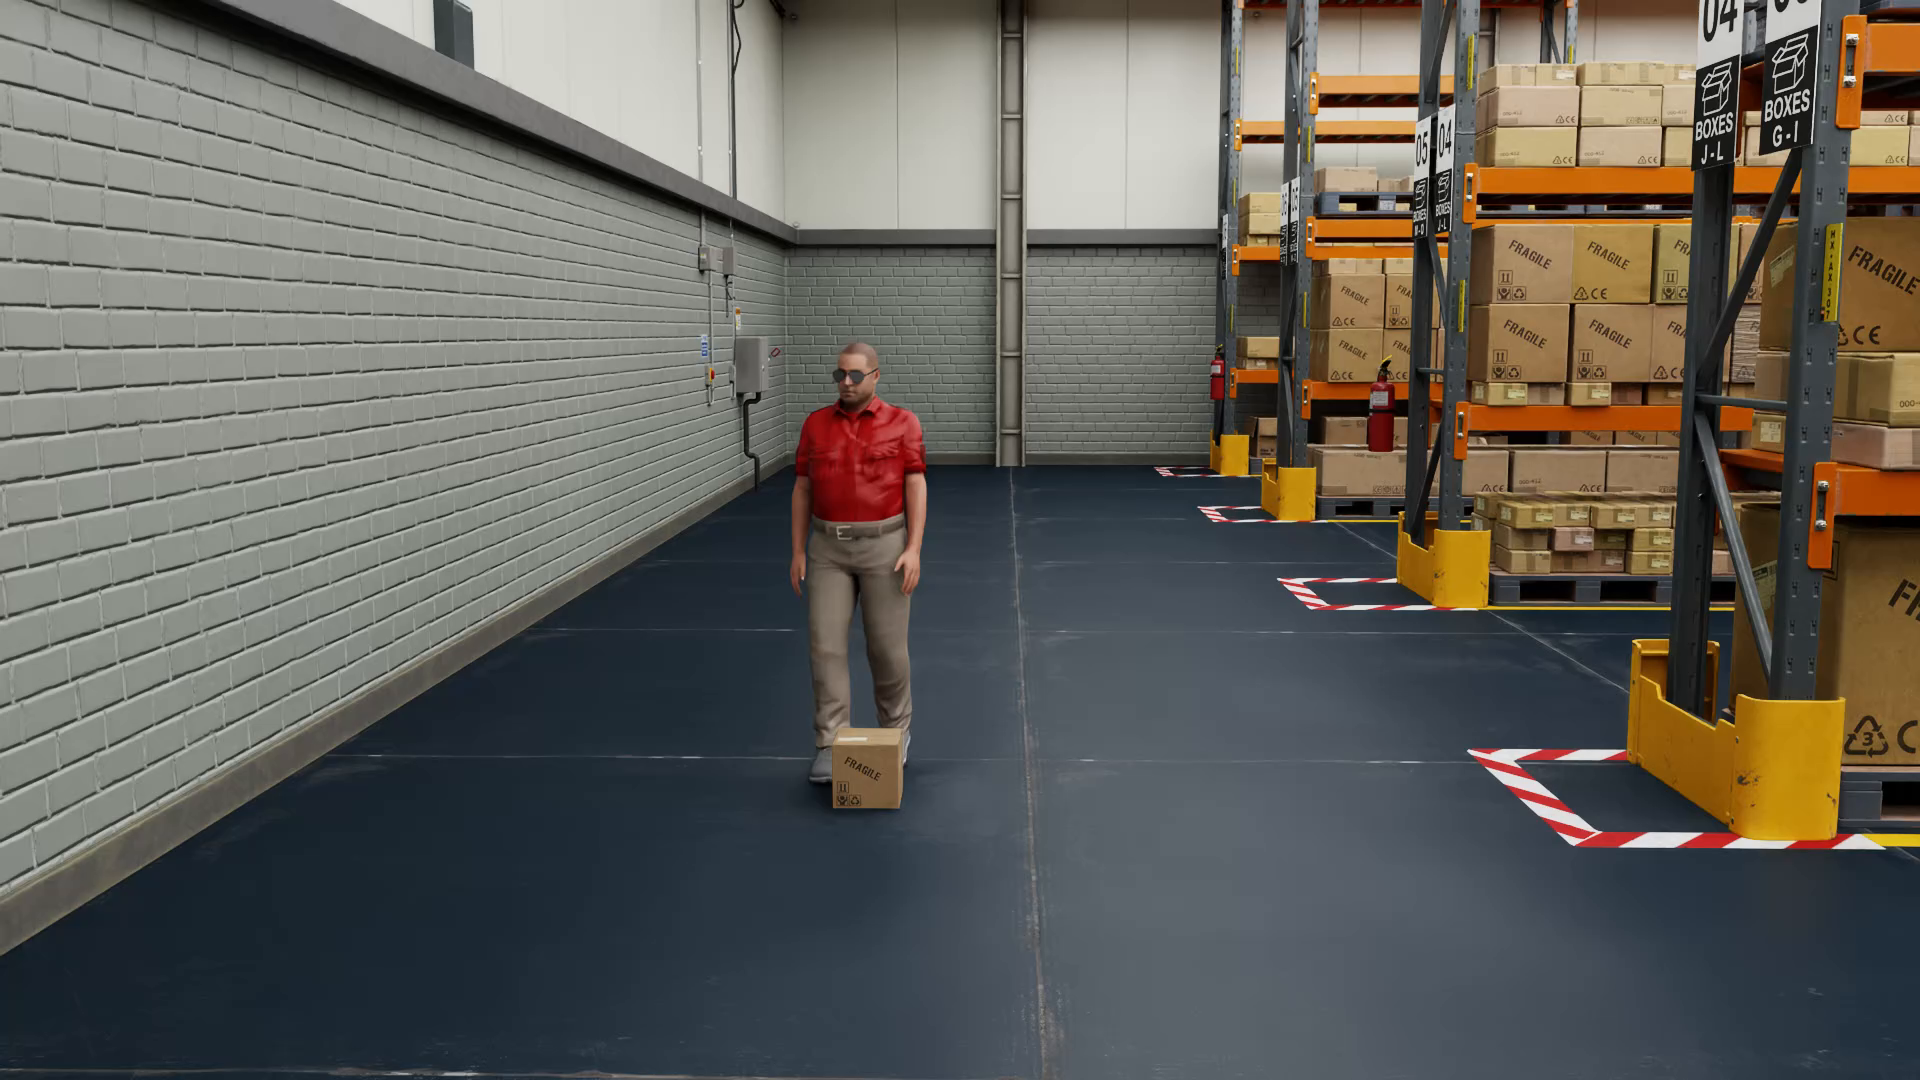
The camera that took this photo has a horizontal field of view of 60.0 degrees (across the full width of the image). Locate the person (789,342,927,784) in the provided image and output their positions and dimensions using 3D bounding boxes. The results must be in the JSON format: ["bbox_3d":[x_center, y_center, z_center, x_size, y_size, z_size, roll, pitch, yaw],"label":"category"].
[{"bbox_3d":[-0.423,0.080,6.694,0.569,1.738,0.566,1,7,9],"label":"person"}]
